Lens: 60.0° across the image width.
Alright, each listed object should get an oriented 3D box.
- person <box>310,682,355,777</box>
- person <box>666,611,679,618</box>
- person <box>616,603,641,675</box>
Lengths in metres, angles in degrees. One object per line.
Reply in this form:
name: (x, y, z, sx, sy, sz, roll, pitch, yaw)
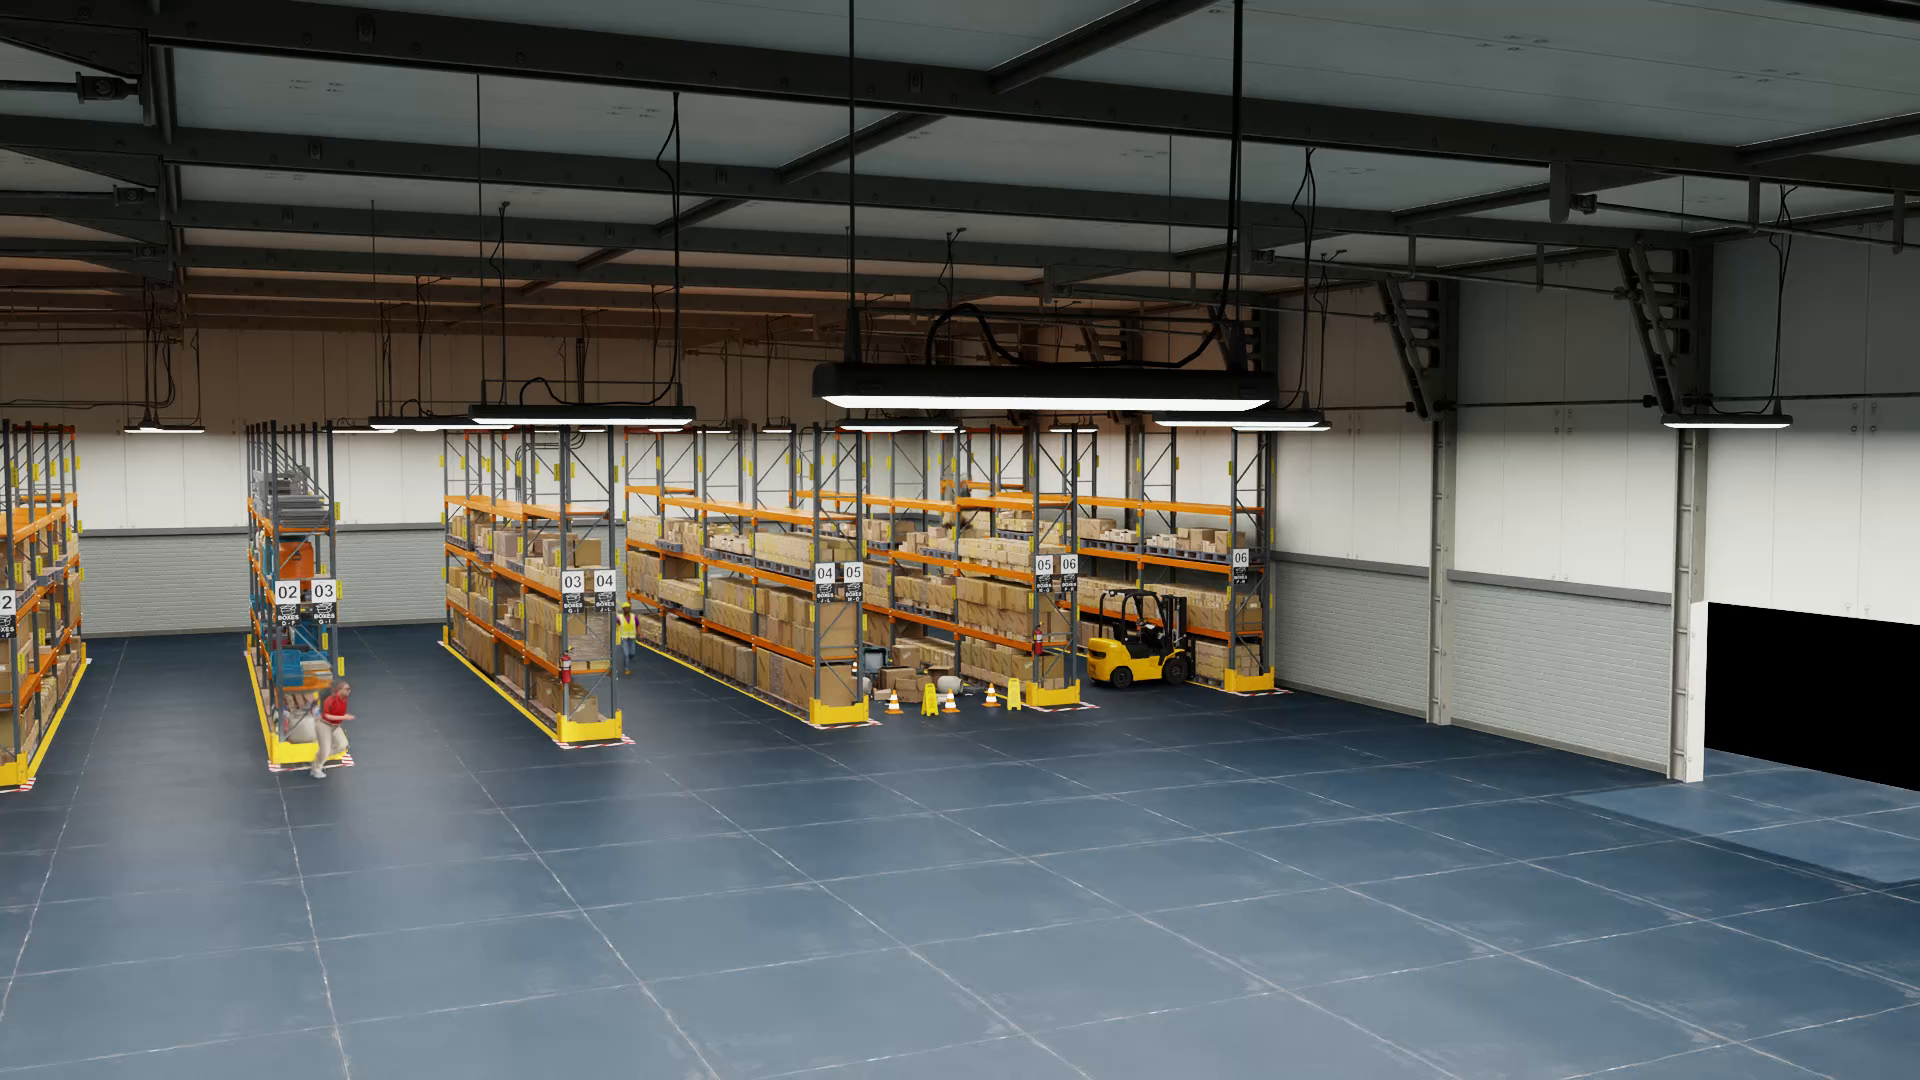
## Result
person: (-10.512, 3.176, 28.004, 0.874, 1.604, 0.694, 1, 4, 14)
person: (-8.619, 1.799, 49.072, 0.861, 1.775, 0.704, 2, 4, 27)
person: (-8.049, 2.364, 40.098, 0.702, 1.726, 0.598, -2, 4, -26)
